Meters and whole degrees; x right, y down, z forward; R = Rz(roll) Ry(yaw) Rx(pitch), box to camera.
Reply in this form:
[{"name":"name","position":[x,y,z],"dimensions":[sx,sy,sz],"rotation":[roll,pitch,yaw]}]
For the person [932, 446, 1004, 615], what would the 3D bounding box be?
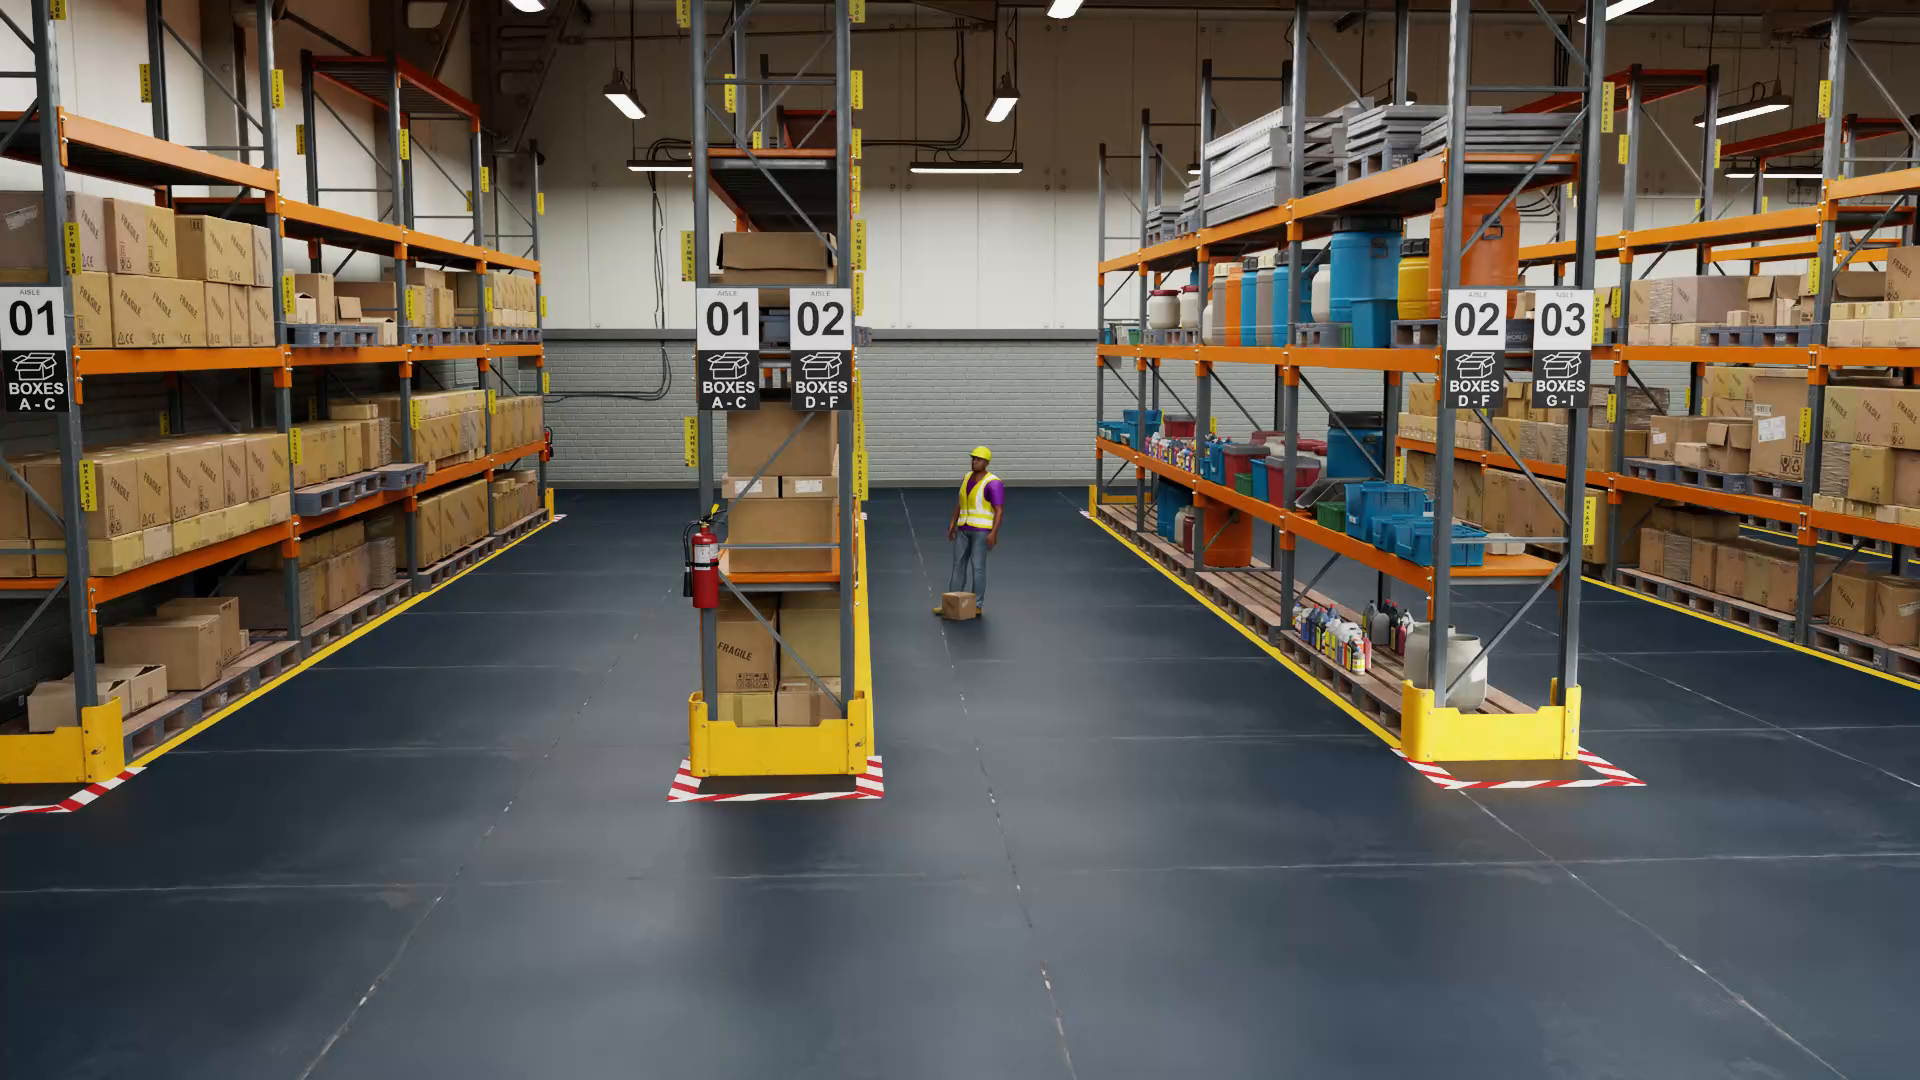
[{"name":"person","position":[0.102,-0.094,17.373],"dimensions":[0.658,1.762,0.575],"rotation":[7,9,44]}]
